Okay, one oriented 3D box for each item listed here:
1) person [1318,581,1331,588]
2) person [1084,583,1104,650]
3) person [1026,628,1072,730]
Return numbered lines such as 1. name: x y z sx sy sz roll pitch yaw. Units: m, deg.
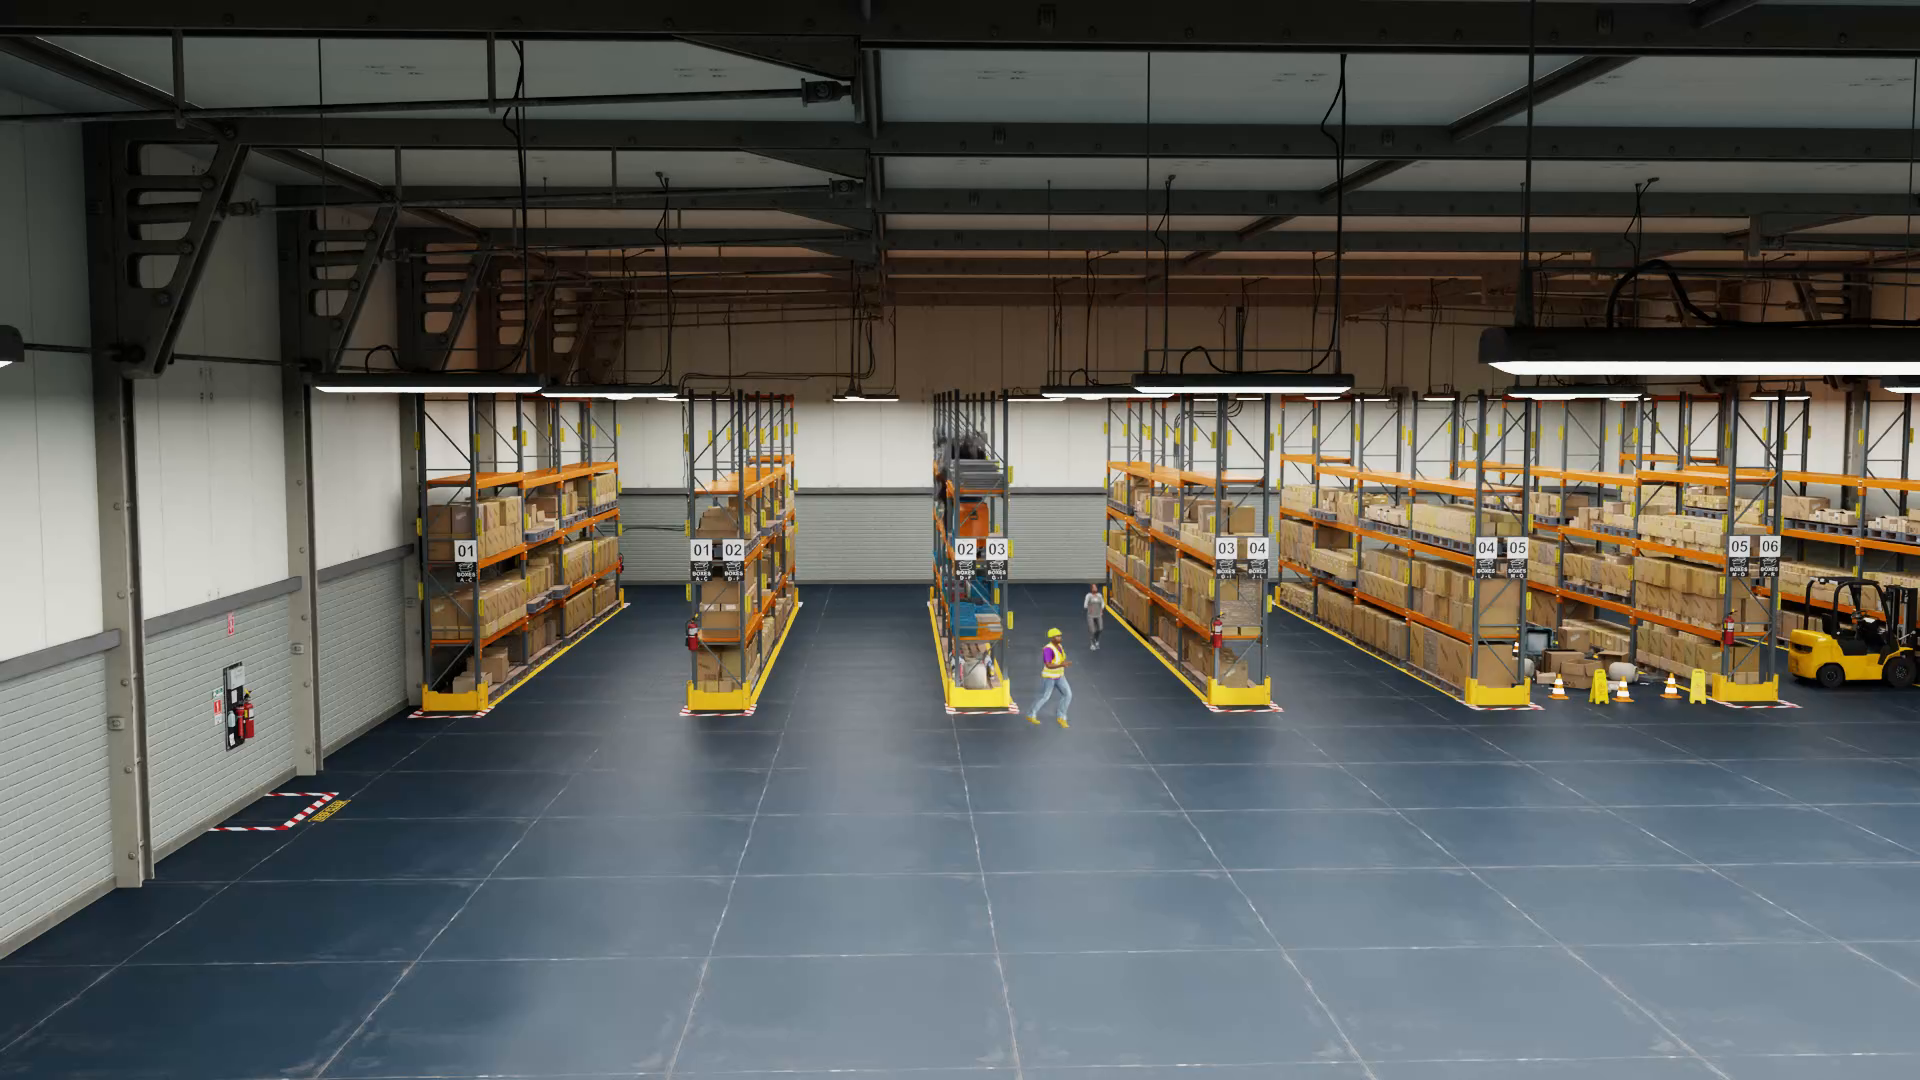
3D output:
1. person: 10.677 0.916 48.503 0.784 1.728 0.569 -3 6 -35
2. person: 3.138 1.786 38.566 0.522 1.559 0.555 -1 5 -8
3. person: 1.631 2.452 29.403 0.898 1.816 0.711 3 6 35
